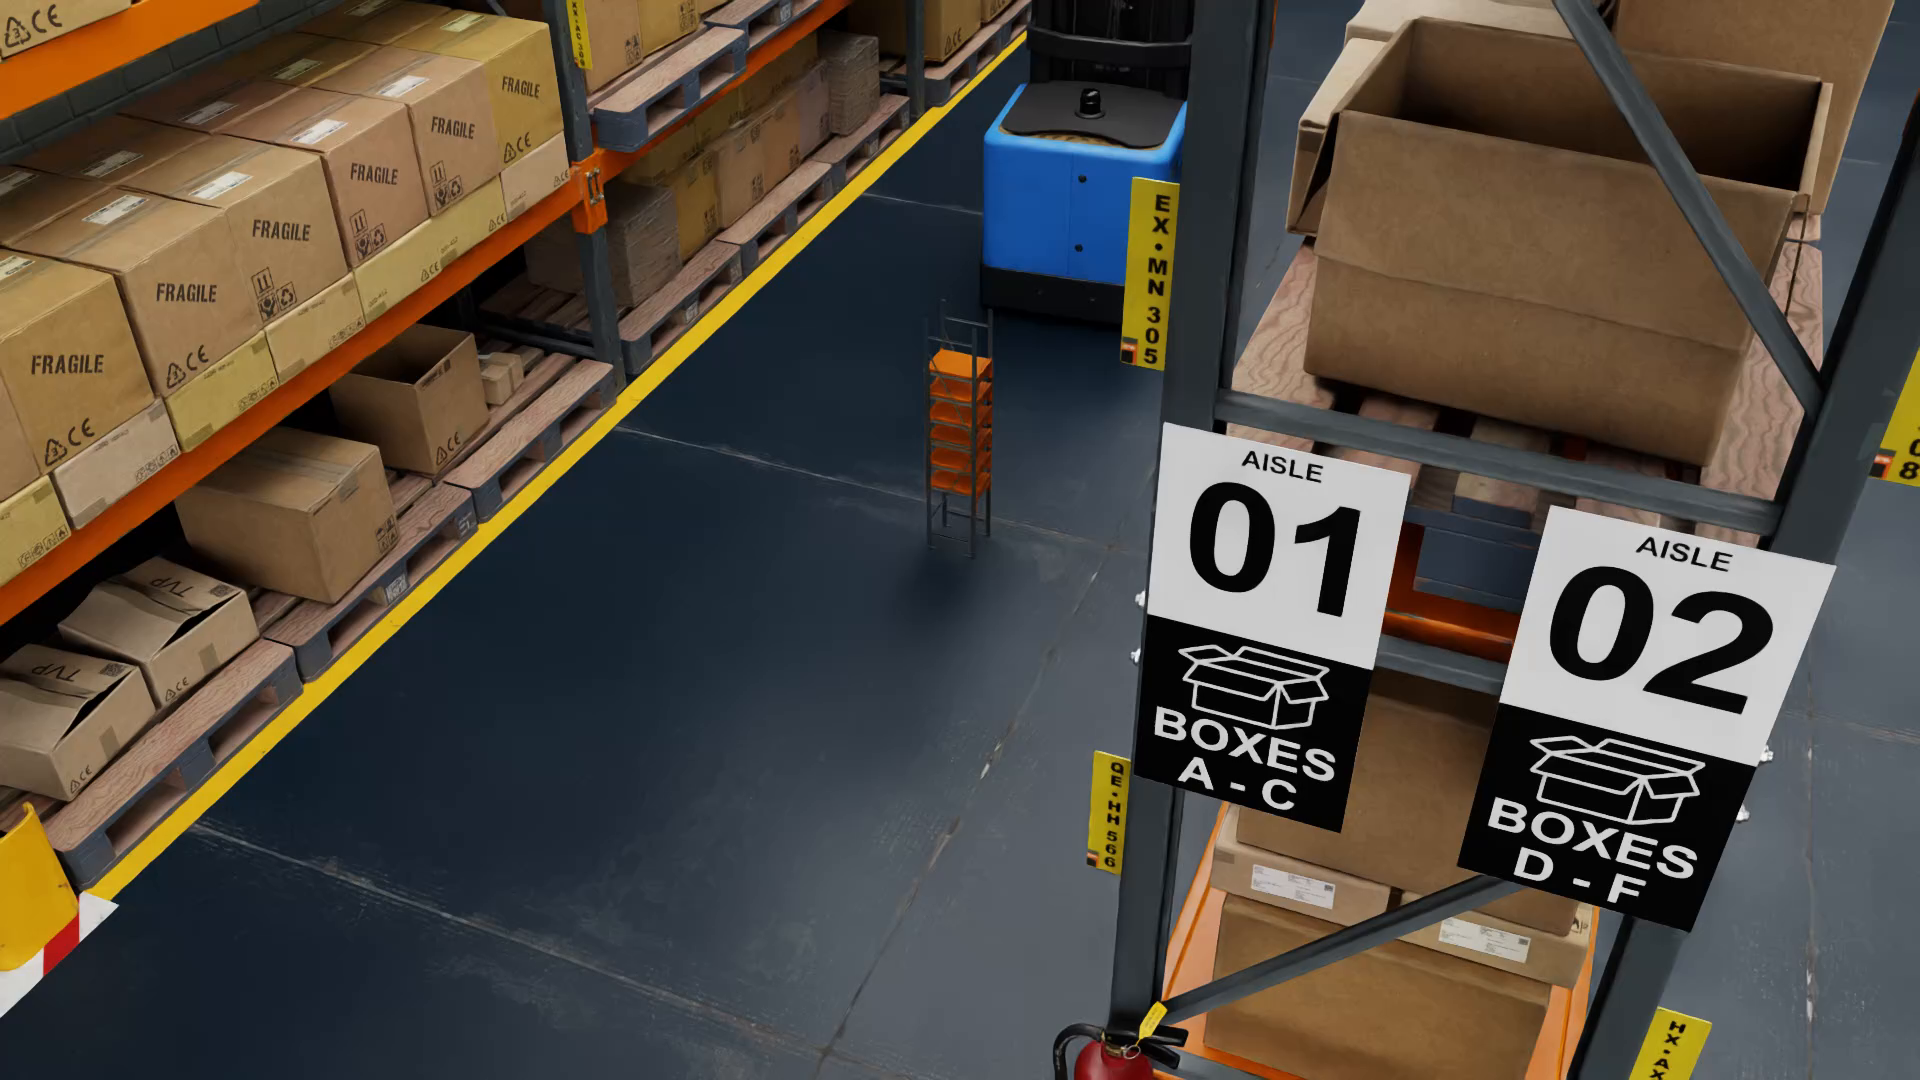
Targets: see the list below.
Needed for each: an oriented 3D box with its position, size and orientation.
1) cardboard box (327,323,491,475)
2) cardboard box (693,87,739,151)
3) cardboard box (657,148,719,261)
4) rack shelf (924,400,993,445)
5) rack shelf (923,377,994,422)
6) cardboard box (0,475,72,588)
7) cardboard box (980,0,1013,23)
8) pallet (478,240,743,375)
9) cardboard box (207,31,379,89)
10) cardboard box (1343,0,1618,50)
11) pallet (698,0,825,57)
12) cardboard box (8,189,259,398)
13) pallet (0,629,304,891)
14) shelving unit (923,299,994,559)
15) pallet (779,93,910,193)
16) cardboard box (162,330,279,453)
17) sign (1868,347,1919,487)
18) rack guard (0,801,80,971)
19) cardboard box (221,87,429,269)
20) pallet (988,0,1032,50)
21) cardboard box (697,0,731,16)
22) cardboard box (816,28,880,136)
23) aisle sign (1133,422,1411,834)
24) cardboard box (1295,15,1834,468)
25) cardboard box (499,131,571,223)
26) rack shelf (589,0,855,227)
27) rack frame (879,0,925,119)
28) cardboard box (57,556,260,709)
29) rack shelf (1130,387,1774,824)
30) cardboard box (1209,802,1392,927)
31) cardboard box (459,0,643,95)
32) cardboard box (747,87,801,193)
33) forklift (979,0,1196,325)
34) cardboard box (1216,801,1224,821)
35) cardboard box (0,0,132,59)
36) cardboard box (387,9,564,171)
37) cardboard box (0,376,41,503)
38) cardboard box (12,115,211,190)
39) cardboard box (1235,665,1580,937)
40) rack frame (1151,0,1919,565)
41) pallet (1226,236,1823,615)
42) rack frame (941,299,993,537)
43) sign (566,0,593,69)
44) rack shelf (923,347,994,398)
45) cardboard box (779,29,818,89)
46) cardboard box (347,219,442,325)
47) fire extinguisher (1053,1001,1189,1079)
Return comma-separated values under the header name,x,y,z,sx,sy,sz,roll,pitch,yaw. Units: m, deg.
name,x,y,z,sx,sy,sz,roll,pitch,yaw
cardboard box,-2.612,-0.689,7.886,0.500,0.500,0.500,11,38,14
cardboard box,-1.631,-2.518,9.707,0.500,0.250,0.500,13,39,16
cardboard box,-1.840,-1.981,9.616,0.700,0.500,0.500,13,39,17
rack shelf,-0.005,-0.533,7.335,0.258,0.103,0.180,14,39,18
rack shelf,-0.005,-0.629,7.263,0.258,0.103,0.180,14,39,18
cardboard box,-3.297,-0.029,5.391,0.500,0.250,0.500,13,39,16
cardboard box,0.008,-4.480,12.683,0.750,0.750,0.750,14,39,18
pallet,-1.960,-1.412,9.463,1.003,0.211,1.213,14,39,18
cardboard box,-2.827,-1.847,7.198,0.500,0.500,0.500,14,39,17
cardboard box,1.212,-1.152,3.887,0.500,0.311,0.500,19,41,23
pallet,-1.448,-3.130,9.592,1.003,0.211,1.213,14,39,18
cardboard box,-2.917,-0.883,5.908,0.500,0.500,0.500,13,39,16
pallet,-3.406,0.750,6.570,1.003,0.211,1.213,14,39,18
shelving unit,-0.005,-0.473,7.380,0.258,1.200,0.189,14,39,18
pallet,-1.031,-2.763,11.270,1.003,0.211,1.213,14,39,18
cardboard box,-2.913,-0.600,6.156,0.500,0.250,0.500,13,39,17
sign,1.317,-0.210,2.224,0.100,0.325,0.005,14,39,18
rack guard,-3.748,1.076,5.892,1.175,0.500,0.348,14,39,18
cardboard box,-2.535,-1.459,6.679,0.500,0.500,0.500,13,39,16
pallet,0.103,-4.288,13.310,1.003,0.211,1.213,14,39,18
cardboard box,-1.588,-3.267,9.165,0.700,0.500,0.500,19,41,24
cardboard box,-0.958,-3.076,11.081,0.700,0.500,0.500,14,39,18
aisle sign,0.509,0.172,2.843,0.394,0.787,0.004,14,39,18
cardboard box,1.029,-0.541,2.908,0.797,0.503,0.637,17,40,21
cardboard box,-2.154,-1.714,7.646,0.500,0.250,0.500,14,39,18
rack shelf,-1.494,-2.917,9.747,1.077,0.370,4.000,14,39,18
rack frame,-0.733,-4.312,11.014,1.000,3.000,0.127,14,39,18
cardboard box,-3.213,0.340,6.668,0.500,0.311,0.500,17,40,21
rack shelf,1.567,-0.777,4.379,1.077,0.370,4.000,14,39,18
cardboard box,0.775,0.689,3.698,0.380,0.149,0.250,13,39,17
cardboard box,-2.029,-2.588,8.256,0.700,0.500,0.500,14,39,18
cardboard box,-1.425,-2.536,10.358,0.700,0.500,0.500,14,39,18
forklift,1.018,-3.235,9.631,1.130,2.935,3.031,10,38,13
cardboard box,1.102,0.955,5.287,0.500,0.500,0.500,14,39,18
cardboard box,-2.987,-1.838,5.098,0.500,0.500,0.500,16,40,20
cardboard box,-2.148,-2.013,7.421,0.500,0.500,0.500,14,39,18
cardboard box,-3.317,-0.327,5.164,0.500,0.500,0.500,14,39,18
cardboard box,-3.209,-1.283,6.443,0.500,0.500,0.500,14,39,18
cardboard box,1.016,0.399,3.543,0.700,0.500,0.500,14,39,18
rack frame,0.806,-1.159,1.785,1.000,3.000,0.127,14,39,18
pallet,1.099,-0.308,3.225,1.003,0.211,1.213,14,39,18
rack frame,0.029,-0.523,7.448,0.240,1.200,0.006,14,39,18
sign,-1.750,-2.325,7.632,0.100,0.325,0.005,14,39,18
rack shelf,-0.005,-0.725,7.191,0.258,0.103,0.180,14,39,18
cardboard box,-1.233,-3.076,10.453,0.500,0.250,0.500,15,39,19
cardboard box,-2.529,-1.158,6.902,0.500,0.250,0.500,14,39,17
fire extinguisher,0.331,1.234,3.658,0.296,0.674,0.183,14,39,18
